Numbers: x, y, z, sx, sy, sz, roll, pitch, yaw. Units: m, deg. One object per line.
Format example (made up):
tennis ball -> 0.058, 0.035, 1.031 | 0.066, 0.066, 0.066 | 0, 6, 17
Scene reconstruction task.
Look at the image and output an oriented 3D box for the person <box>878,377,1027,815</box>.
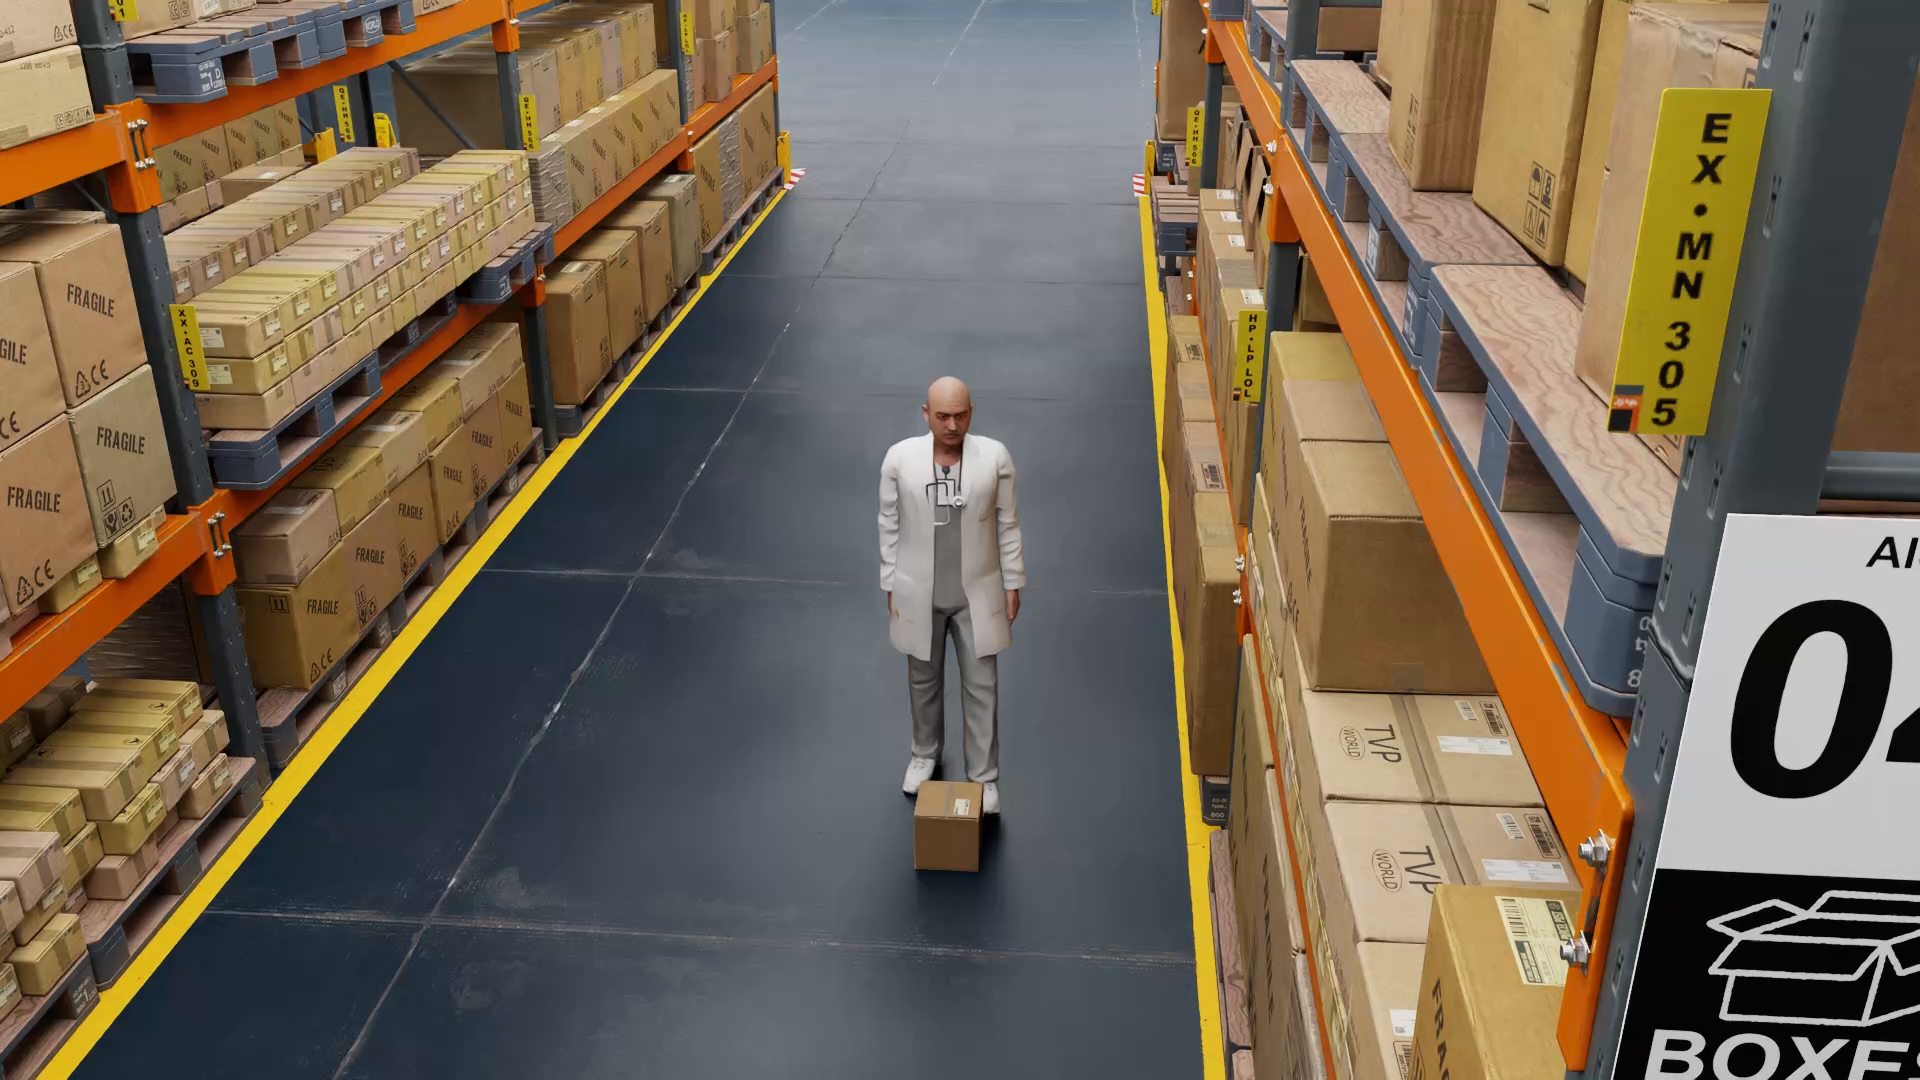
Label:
person -> -0.027, 0.236, 6.596 | 0.596, 1.781, 0.576 | 0, 24, 0
